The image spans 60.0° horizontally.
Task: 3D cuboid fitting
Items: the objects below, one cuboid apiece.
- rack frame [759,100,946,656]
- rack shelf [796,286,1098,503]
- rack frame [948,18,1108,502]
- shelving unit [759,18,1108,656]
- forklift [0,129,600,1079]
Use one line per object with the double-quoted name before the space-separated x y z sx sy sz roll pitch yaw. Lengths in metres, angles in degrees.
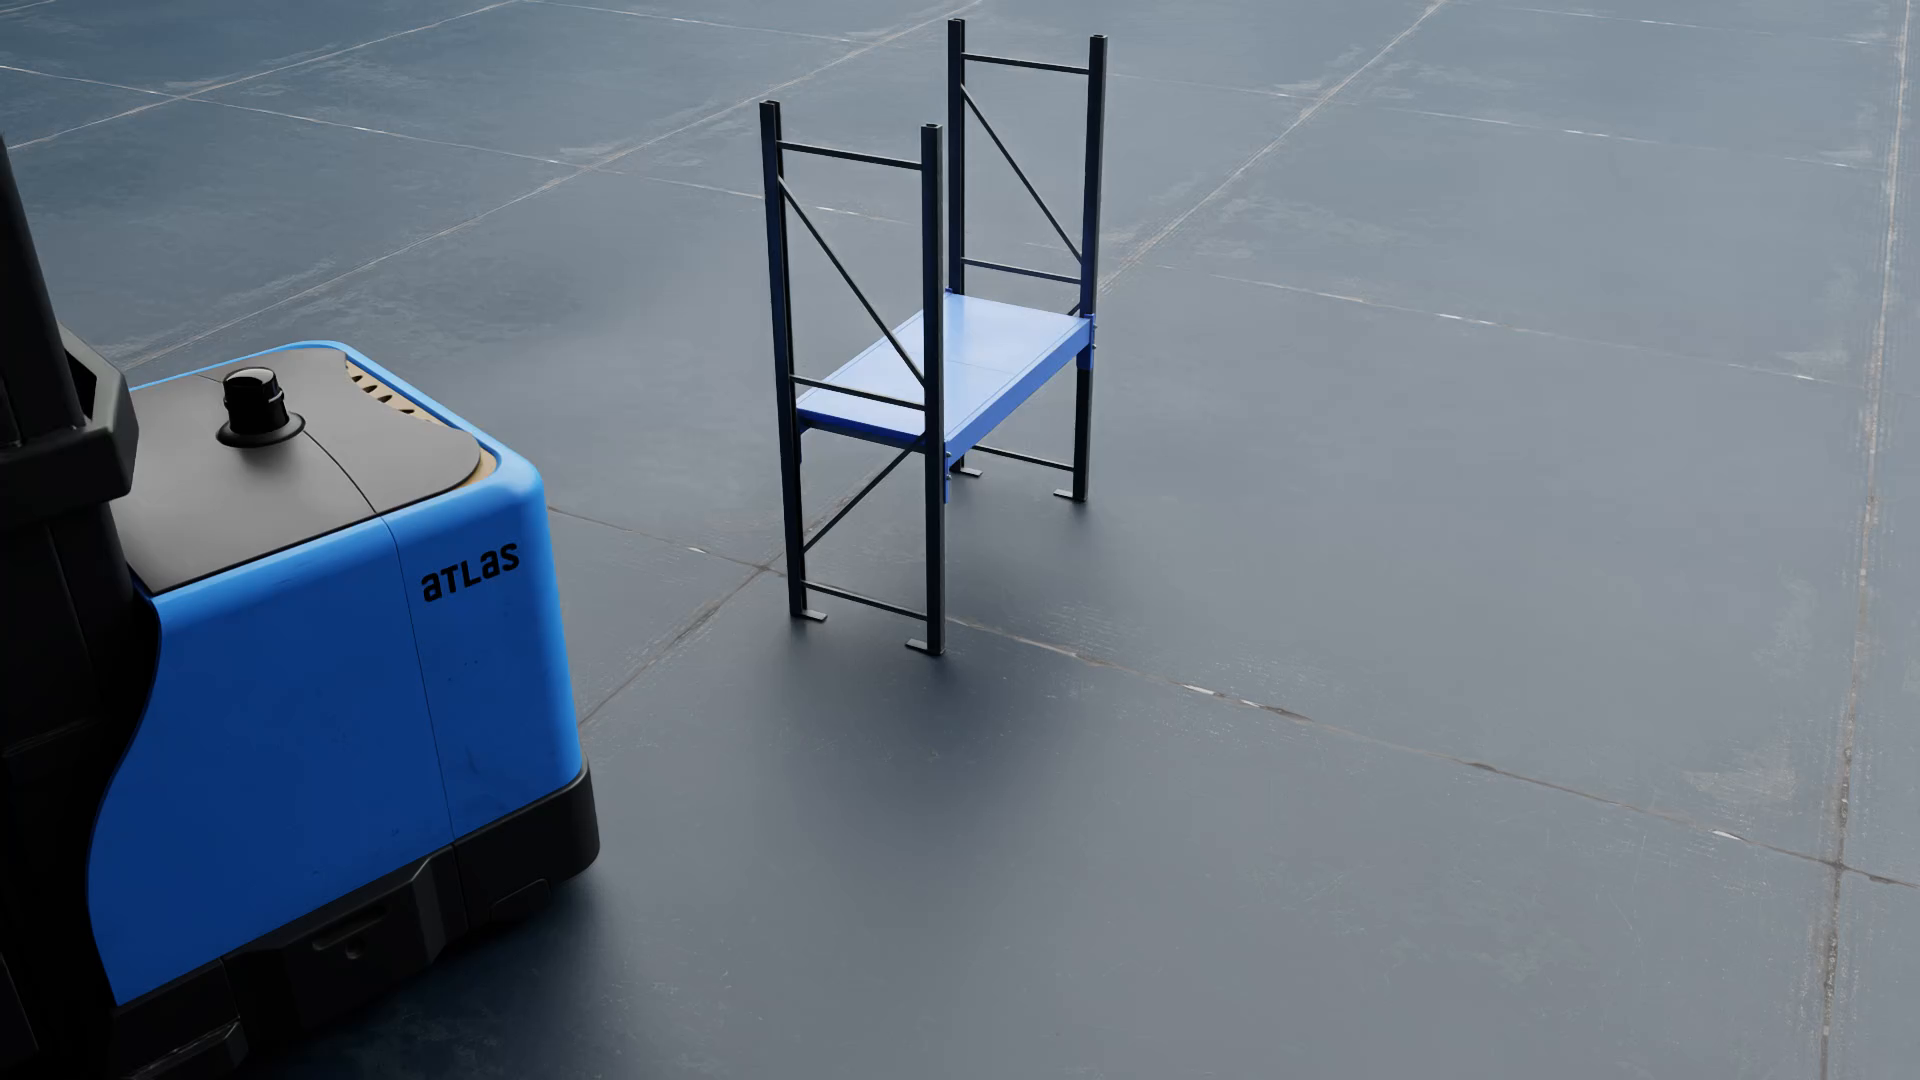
"rack frame" -0.270 -0.387 4.418 0.500 1.500 0.032 14 33 23
"rack shelf" -0.039 -0.457 4.900 0.538 0.185 1.000 14 33 23
"rack frame" 0.193 -0.838 5.203 0.500 1.500 0.032 14 33 23
"shelving unit" -0.039 -0.613 4.811 0.538 1.500 1.048 14 33 23
"forklift" -2.254 -0.159 2.584 3.031 2.935 1.130 -25 38 -36
